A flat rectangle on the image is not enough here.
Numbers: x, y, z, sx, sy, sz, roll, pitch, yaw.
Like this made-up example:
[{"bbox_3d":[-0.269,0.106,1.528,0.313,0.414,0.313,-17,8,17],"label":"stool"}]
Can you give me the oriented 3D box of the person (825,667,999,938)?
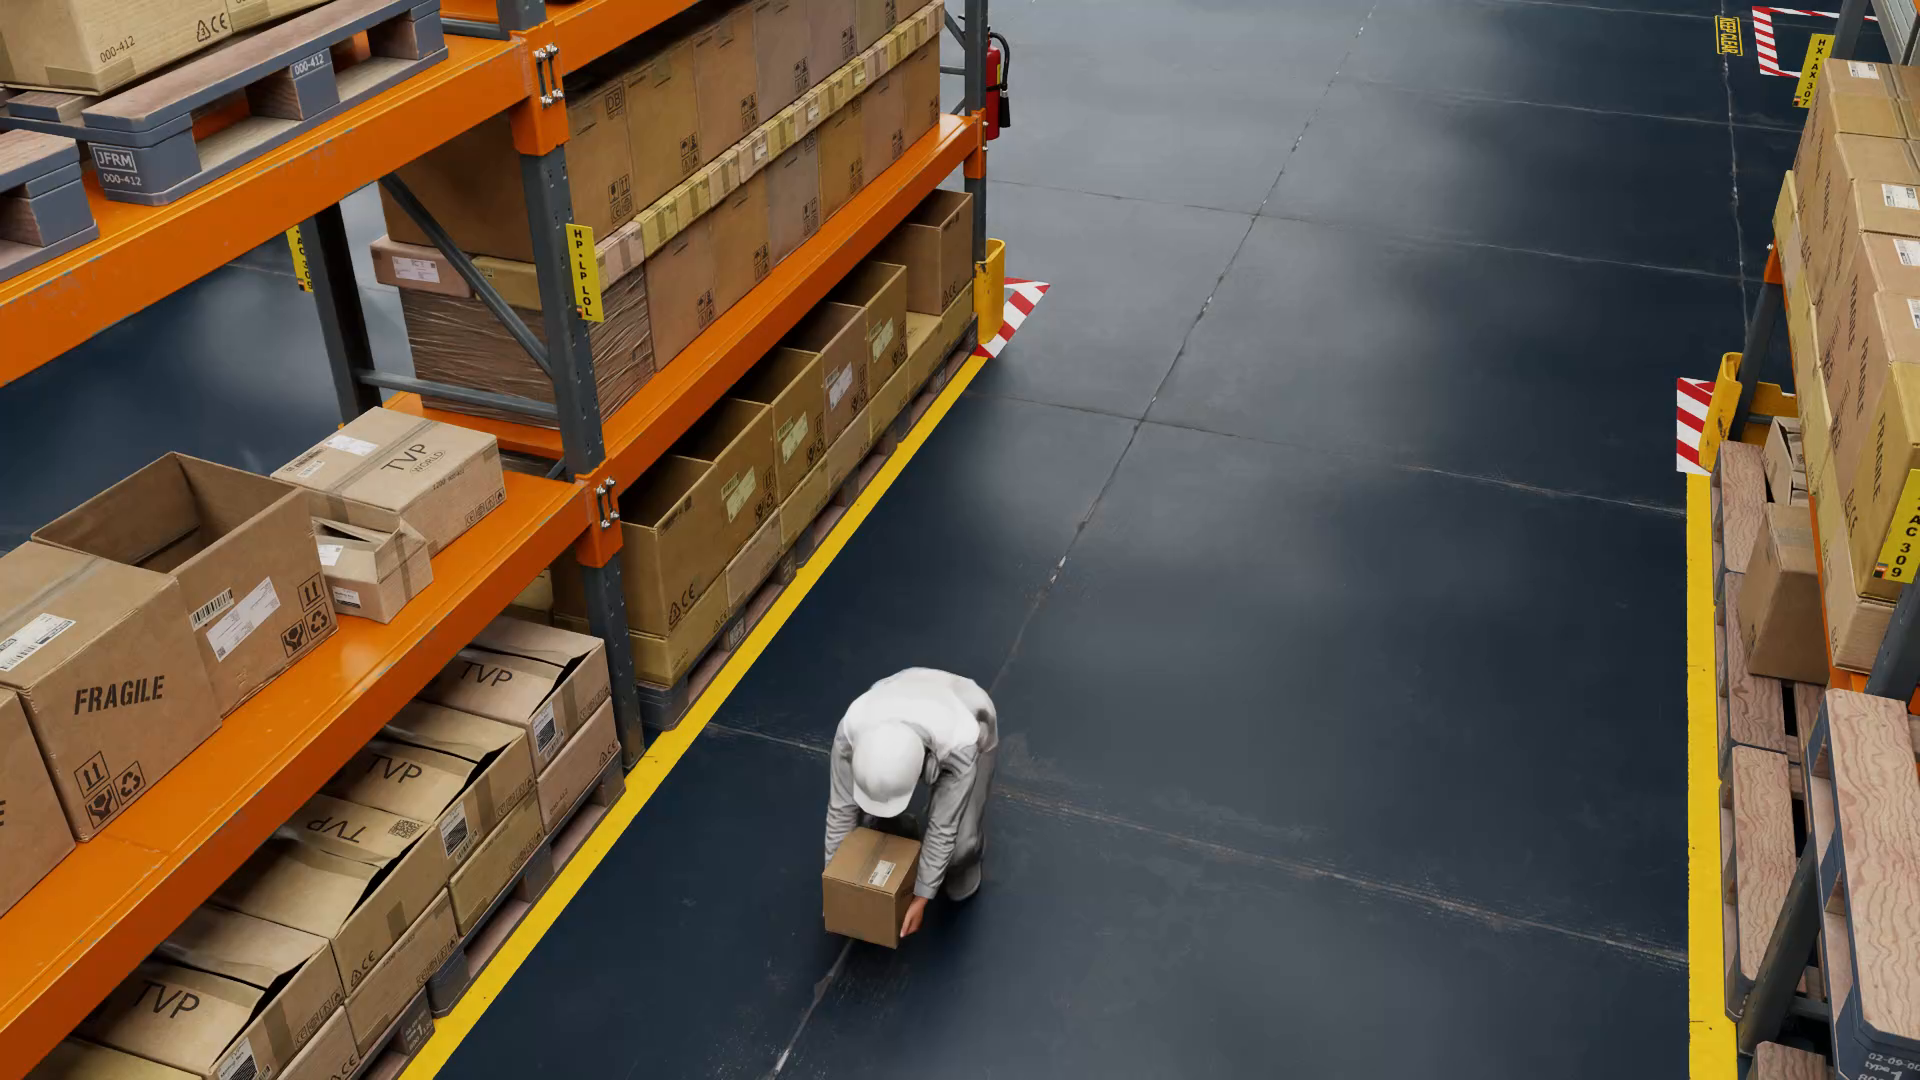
[{"bbox_3d":[-0.151,0.818,5.571,0.502,1.007,0.902,10,34,15],"label":"person"}]
